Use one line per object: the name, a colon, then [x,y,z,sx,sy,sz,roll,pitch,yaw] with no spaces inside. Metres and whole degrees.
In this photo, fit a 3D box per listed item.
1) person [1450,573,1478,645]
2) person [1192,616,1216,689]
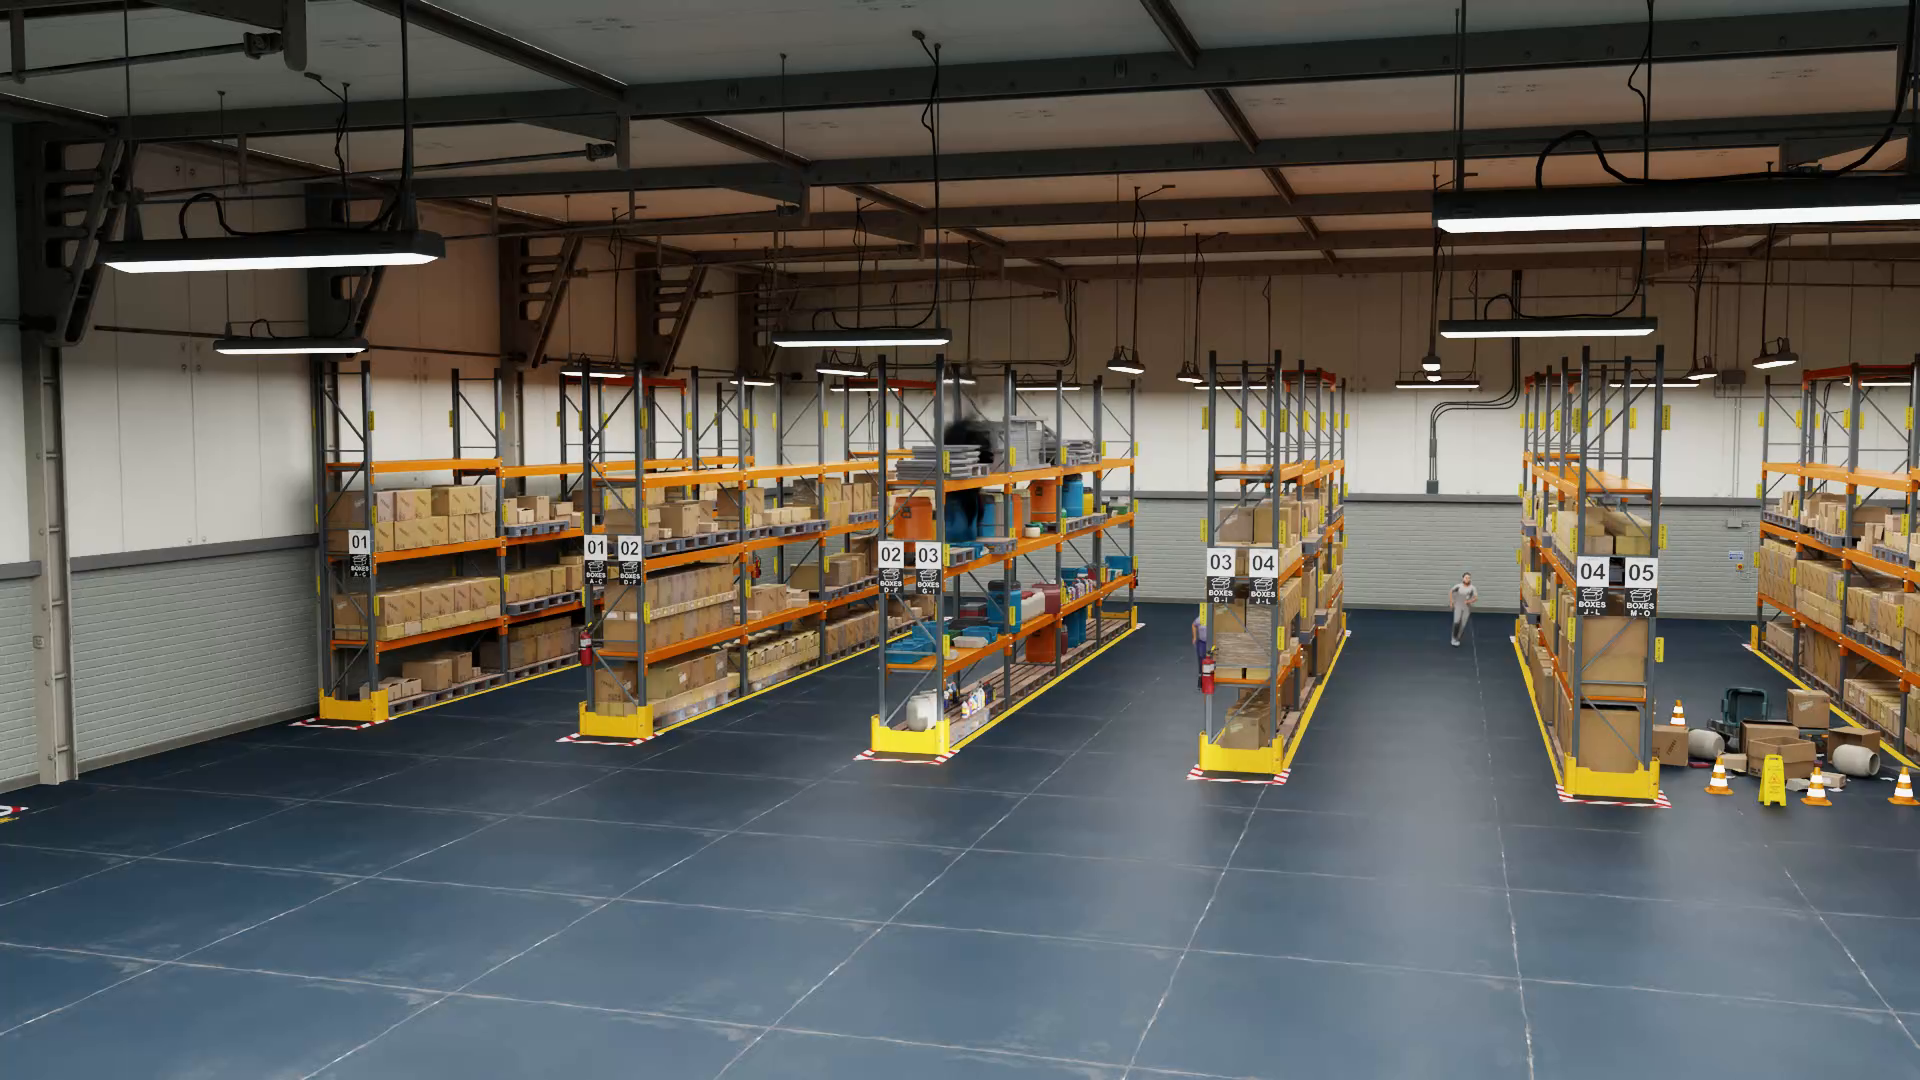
person: [11.192,1.542,36.959,0.584,1.628,0.545,1,4,14]
person: [4.549,1.967,30.468,0.579,1.608,0.822,1,4,7]
